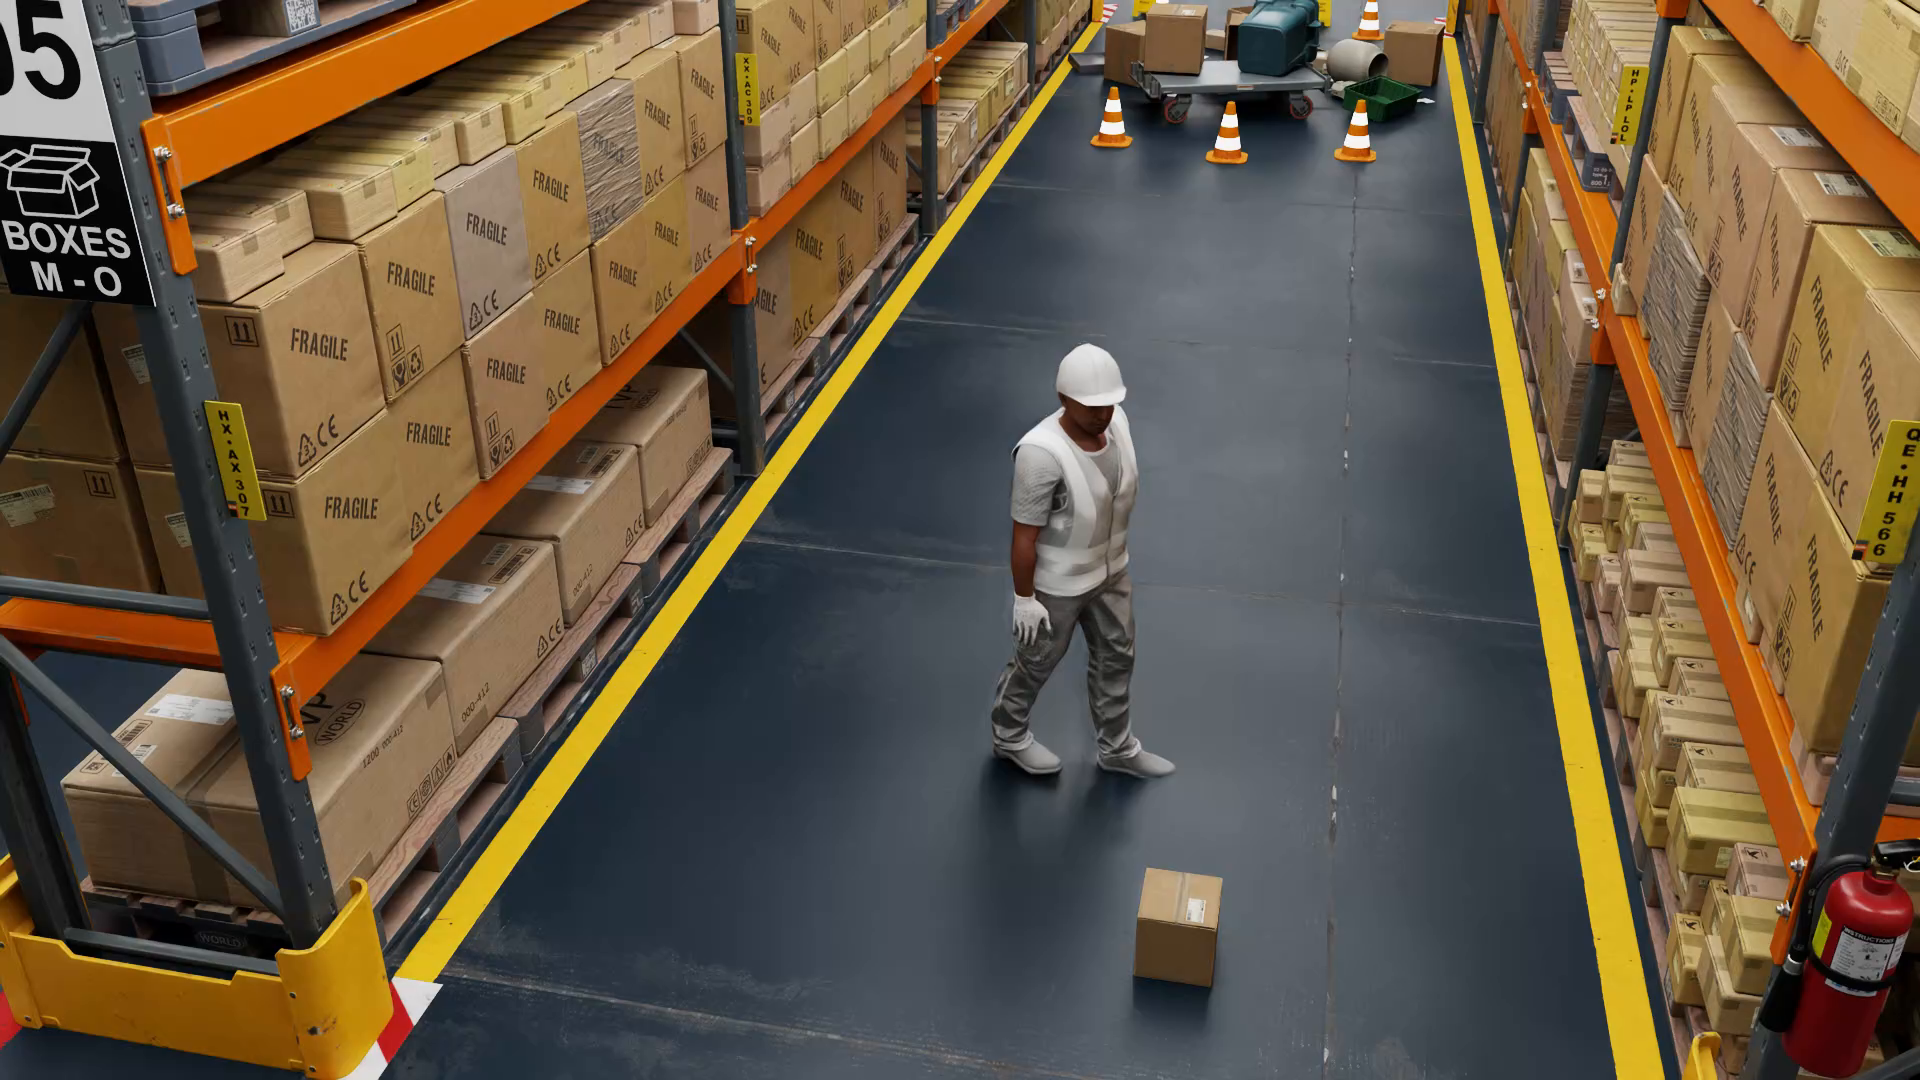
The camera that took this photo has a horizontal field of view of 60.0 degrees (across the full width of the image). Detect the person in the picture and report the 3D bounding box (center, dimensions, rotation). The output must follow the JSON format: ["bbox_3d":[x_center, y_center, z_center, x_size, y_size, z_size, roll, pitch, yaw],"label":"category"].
[{"bbox_3d":[0.403,0.121,5.900,0.596,1.803,0.646,24,36,36],"label":"person"}]
